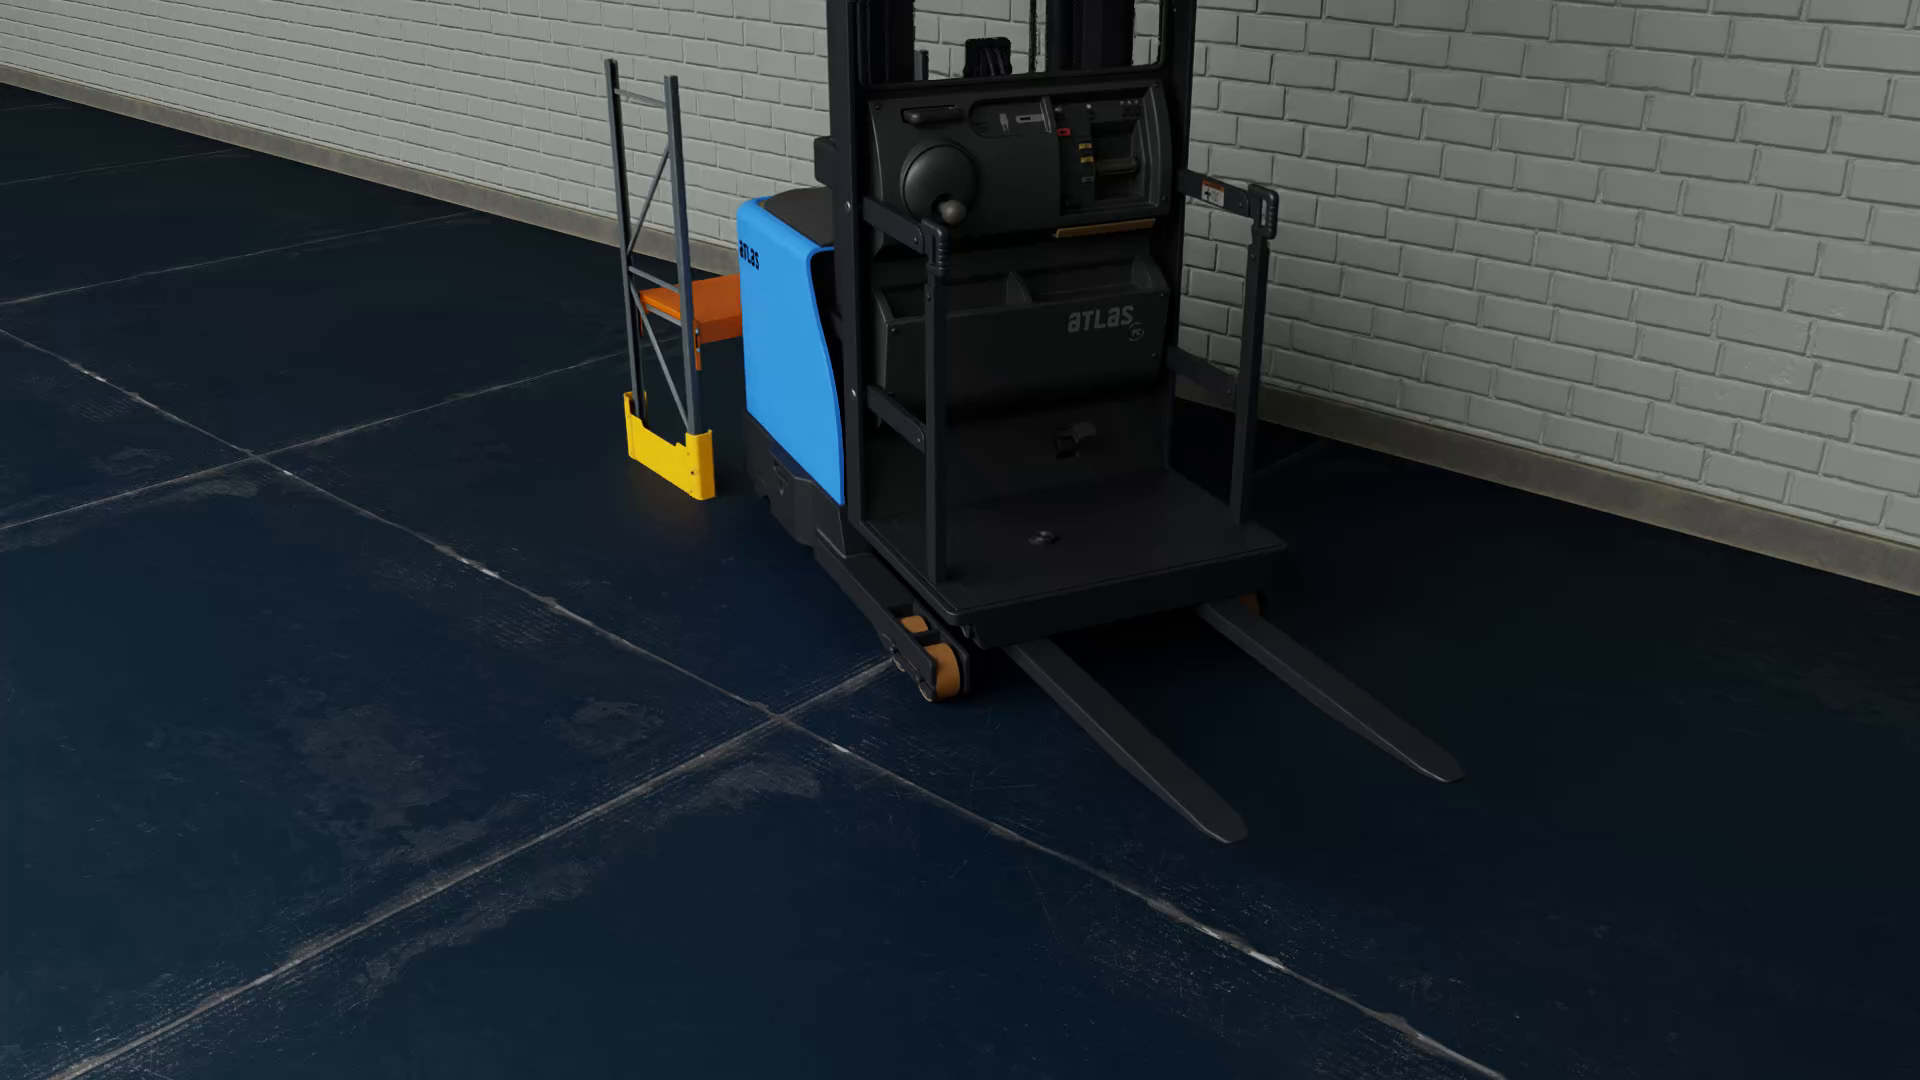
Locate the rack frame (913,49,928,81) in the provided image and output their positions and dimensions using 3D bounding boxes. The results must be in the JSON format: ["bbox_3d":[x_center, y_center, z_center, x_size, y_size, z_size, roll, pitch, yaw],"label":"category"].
[{"bbox_3d":[-0.277,-1.180,6.548,0.032,1.500,0.500,-17,29,-33],"label":"rack frame"}]

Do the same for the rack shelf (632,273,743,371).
[{"bbox_3d":[-0.687,-0.892,6.347,1.000,0.185,0.538,-17,29,-33],"label":"rack shelf"}]

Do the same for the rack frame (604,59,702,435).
[{"bbox_3d":[-1.096,-0.933,5.998,0.032,1.500,0.500,-17,29,-33],"label":"rack frame"}]

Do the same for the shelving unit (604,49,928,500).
[{"bbox_3d":[-0.694,-1.054,6.269,1.083,1.500,0.587,-17,29,-33],"label":"shelving unit"}]

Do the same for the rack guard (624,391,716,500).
[{"bbox_3d":[-1.095,-0.363,6.255,0.087,0.250,0.587,-17,29,-33],"label":"rack guard"}]

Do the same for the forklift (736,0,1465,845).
[{"bbox_3d":[0.276,-1.079,4.575,1.130,2.935,3.031,-10,26,-22],"label":"forklift"}]
